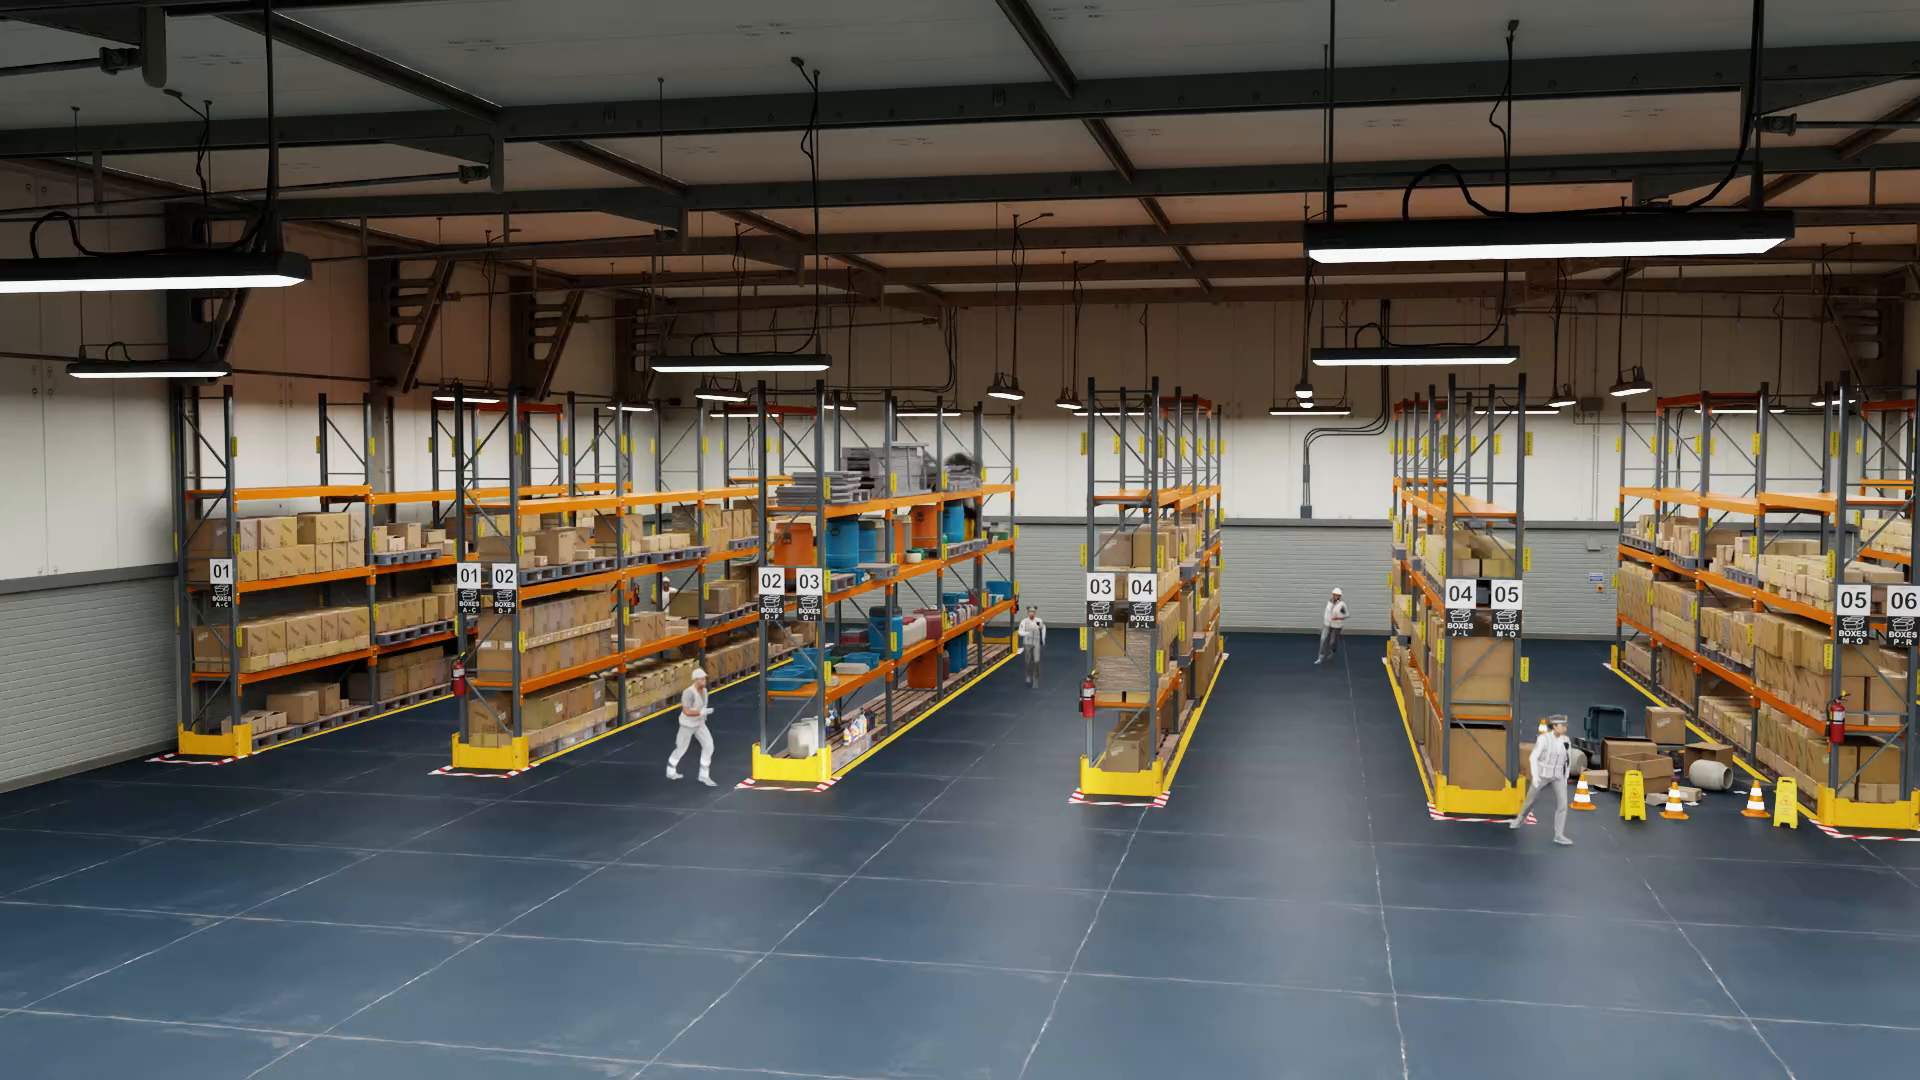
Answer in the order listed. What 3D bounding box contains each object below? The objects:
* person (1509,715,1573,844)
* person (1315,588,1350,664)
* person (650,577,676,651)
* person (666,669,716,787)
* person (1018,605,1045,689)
[{"bbox_3d":[7.461,2.992,21.181,0.595,1.612,0.962,-1,3,-9],"label":"person"},{"bbox_3d":[8.690,1.980,38.487,0.687,1.752,0.901,2,4,34],"label":"person"},{"bbox_3d":[-7.328,1.815,41.193,0.666,1.814,0.853,0,3,-7],"label":"person"},{"bbox_3d":[-3.940,2.757,24.567,0.994,1.753,0.686,2,4,36],"label":"person"},{"bbox_3d":[1.504,2.216,34.682,0.584,1.747,0.830,0,3,0],"label":"person"}]
